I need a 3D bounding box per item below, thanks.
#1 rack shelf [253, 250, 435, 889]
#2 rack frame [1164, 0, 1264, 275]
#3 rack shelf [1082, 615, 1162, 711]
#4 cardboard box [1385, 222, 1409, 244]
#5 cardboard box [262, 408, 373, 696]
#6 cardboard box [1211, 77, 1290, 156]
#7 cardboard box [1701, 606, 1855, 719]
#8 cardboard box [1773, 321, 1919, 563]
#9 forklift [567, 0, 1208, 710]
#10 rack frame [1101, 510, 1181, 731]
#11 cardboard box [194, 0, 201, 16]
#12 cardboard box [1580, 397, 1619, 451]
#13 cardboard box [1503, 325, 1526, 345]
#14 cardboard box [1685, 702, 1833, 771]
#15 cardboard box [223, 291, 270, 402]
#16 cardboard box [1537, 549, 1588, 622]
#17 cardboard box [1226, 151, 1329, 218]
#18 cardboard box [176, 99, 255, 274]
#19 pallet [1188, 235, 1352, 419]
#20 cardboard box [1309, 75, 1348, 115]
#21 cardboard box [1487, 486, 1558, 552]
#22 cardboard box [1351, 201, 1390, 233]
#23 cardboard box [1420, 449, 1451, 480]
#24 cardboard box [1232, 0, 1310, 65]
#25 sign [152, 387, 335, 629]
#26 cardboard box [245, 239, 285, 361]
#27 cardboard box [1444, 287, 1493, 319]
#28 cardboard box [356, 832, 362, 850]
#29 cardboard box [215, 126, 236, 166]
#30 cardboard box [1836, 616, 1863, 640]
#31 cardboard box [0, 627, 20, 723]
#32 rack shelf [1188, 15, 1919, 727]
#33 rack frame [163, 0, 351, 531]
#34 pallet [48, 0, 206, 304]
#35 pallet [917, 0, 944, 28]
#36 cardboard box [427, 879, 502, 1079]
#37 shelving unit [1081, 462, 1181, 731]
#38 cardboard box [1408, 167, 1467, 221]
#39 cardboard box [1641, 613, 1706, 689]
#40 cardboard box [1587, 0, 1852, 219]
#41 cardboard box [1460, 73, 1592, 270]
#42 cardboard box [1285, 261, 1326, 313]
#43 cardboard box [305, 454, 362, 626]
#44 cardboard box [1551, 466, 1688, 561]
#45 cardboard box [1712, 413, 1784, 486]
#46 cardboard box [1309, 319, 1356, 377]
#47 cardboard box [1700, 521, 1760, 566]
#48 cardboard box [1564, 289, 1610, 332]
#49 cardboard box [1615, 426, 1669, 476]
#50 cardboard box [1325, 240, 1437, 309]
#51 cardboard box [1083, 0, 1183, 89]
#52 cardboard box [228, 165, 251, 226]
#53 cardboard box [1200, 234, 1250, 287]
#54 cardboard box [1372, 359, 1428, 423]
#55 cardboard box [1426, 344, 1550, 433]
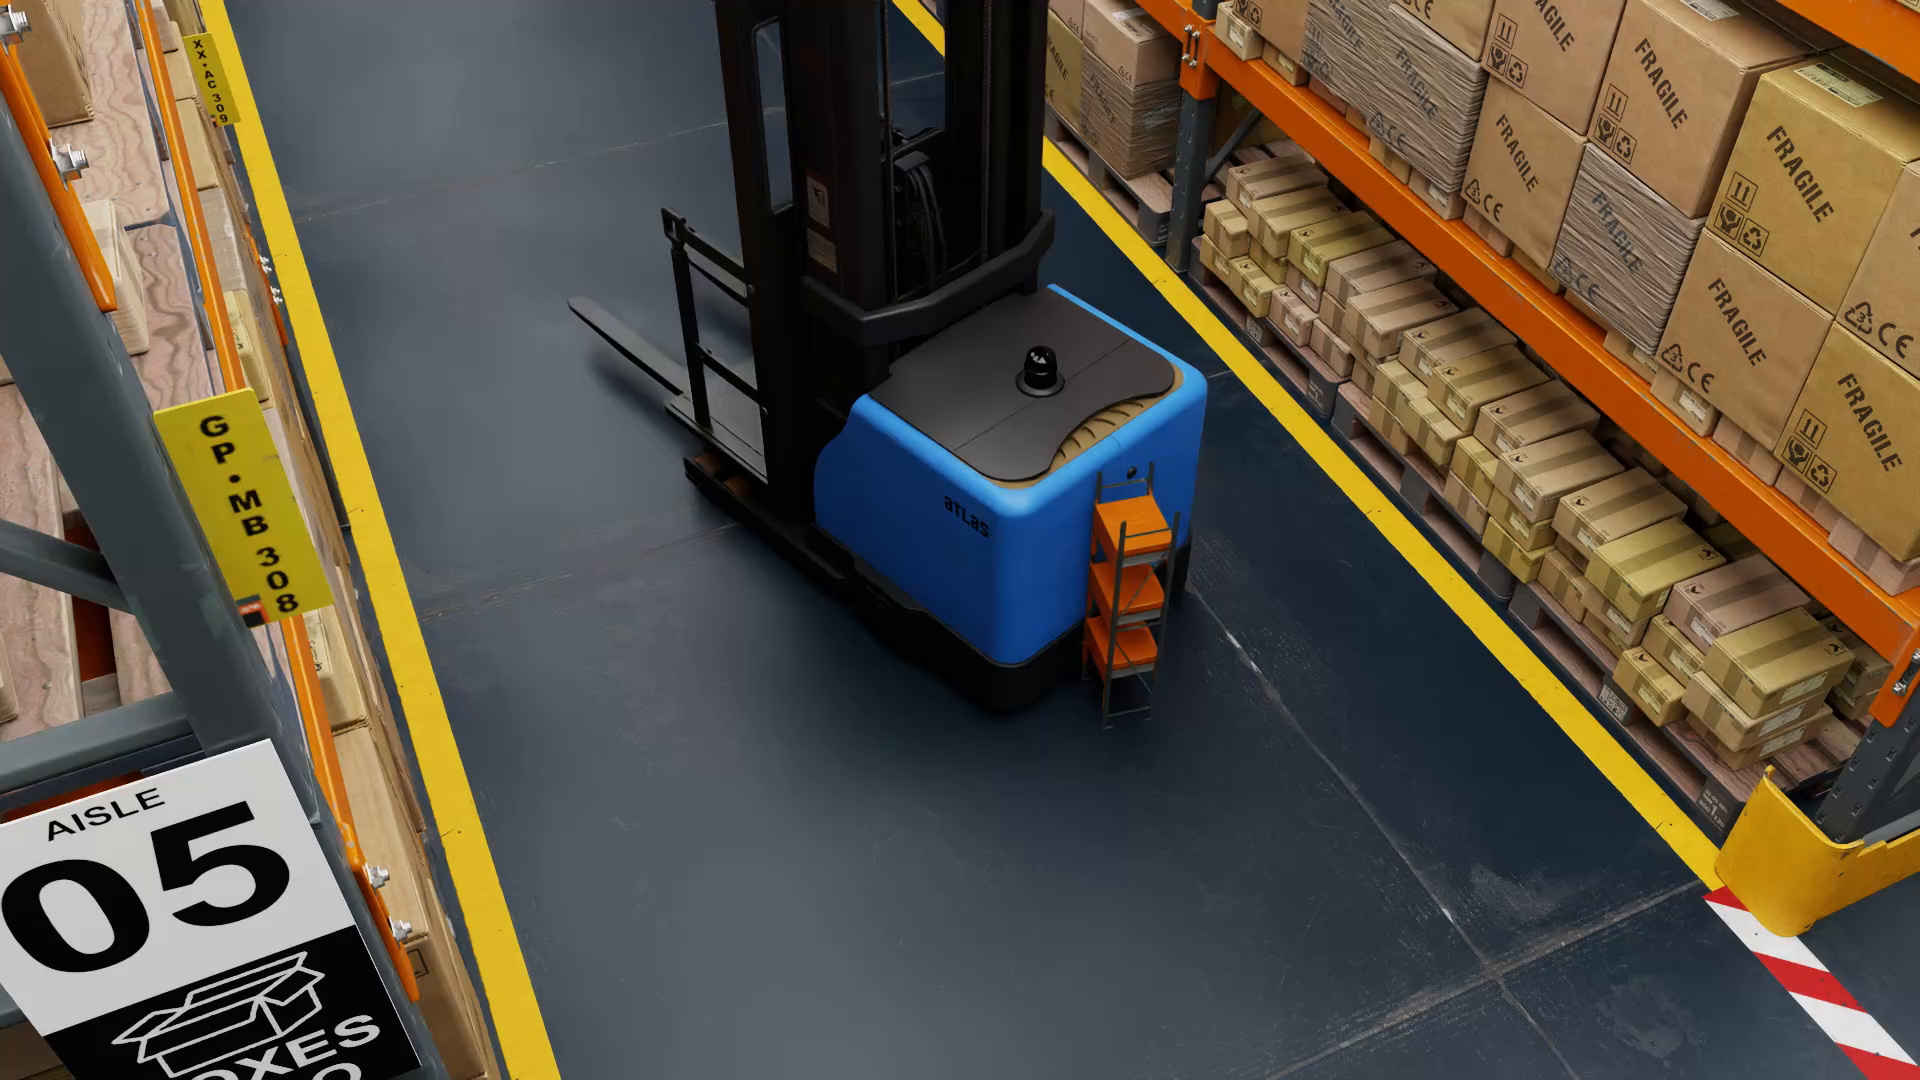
[{"bbox_3d":[-2.128,0.521,4.599,1.077,0.370,4.000,-18,47,-17],"label":"rack shelf"},{"bbox_3d":[1.480,-2.536,7.185,1.000,3.000,0.127,-18,47,-17],"label":"rack frame"},{"bbox_3d":[0.580,0.422,5.986,0.215,0.259,0.240,-11,46,-11],"label":"rack shelf"},{"bbox_3d":[2.120,-1.425,7.366,0.380,0.149,0.250,-18,48,-18],"label":"cardboard box"},{"bbox_3d":[-1.677,0.105,3.725,0.500,0.500,0.500,-18,48,-18],"label":"cardboard box"},{"bbox_3d":[1.410,-2.345,8.472,0.500,0.500,0.500,-16,47,-16],"label":"cardboard box"},{"bbox_3d":[2.709,0.404,5.512,0.380,0.149,0.250,-18,47,-17],"label":"cardboard box"},{"bbox_3d":[2.739,-0.339,4.675,0.500,0.500,0.500,-17,47,-17],"label":"cardboard box"},{"bbox_3d":[-0.496,-1.366,6.048,1.130,2.935,3.031,-34,54,-29],"label":"forklift"},{"bbox_3d":[0.612,0.299,5.699,0.200,1.050,0.008,-11,46,-11],"label":"rack frame"},{"bbox_3d":[-4.879,-3.136,9.364,0.950,0.372,0.625,-21,48,-20],"label":"cardboard box"},{"bbox_3d":[2.568,-0.455,6.595,0.380,0.149,0.250,-16,47,-15],"label":"cardboard box"},{"bbox_3d":[2.481,-0.923,6.857,0.380,0.149,0.250,-20,48,-19],"label":"cardboard box"},{"bbox_3d":[2.751,0.604,5.733,0.380,0.149,0.250,-17,47,-17],"label":"cardboard box"},{"bbox_3d":[-1.799,-0.392,3.767,0.380,0.149,0.250,-19,48,-18],"label":"cardboard box"},{"bbox_3d":[2.403,0.123,6.220,0.380,0.149,0.250,-18,47,-17],"label":"cardboard box"},{"bbox_3d":[1.437,-1.602,7.545,0.380,0.149,0.250,-16,47,-16],"label":"cardboard box"},{"bbox_3d":[-2.314,-0.856,4.699,0.500,0.500,0.500,-19,48,-18],"label":"cardboard box"},{"bbox_3d":[1.794,-1.126,7.741,1.003,0.211,1.213,-18,47,-17],"label":"pallet"},{"bbox_3d":[1.638,-1.872,6.691,0.380,0.149,0.250,-20,48,-19],"label":"cardboard box"},{"bbox_3d":[2.231,-0.136,6.272,0.380,0.149,0.250,-17,47,-17],"label":"cardboard box"},{"bbox_3d":[2.026,-1.501,7.655,0.380,0.149,0.250,-20,48,-19],"label":"cardboard box"},{"bbox_3d":[2.104,-0.384,6.735,0.380,0.149,0.250,-17,47,-16],"label":"cardboard box"},{"bbox_3d":[1.459,-2.288,6.650,0.500,0.500,0.500,-19,48,-18],"label":"cardboard box"},{"bbox_3d":[-0.781,-0.028,1.828,0.100,0.325,0.005,-18,47,-17],"label":"sign"},{"bbox_3d":[-2.542,-0.825,5.380,0.500,0.500,0.500,-18,47,-17],"label":"cardboard box"},{"bbox_3d":[2.296,-0.990,7.137,0.380,0.149,0.250,-17,47,-16],"label":"cardboard box"},{"bbox_3d":[-1.185,0.609,2.752,0.380,0.149,0.250,-17,47,-17],"label":"cardboard box"},{"bbox_3d":[-2.898,-1.498,5.883,0.500,0.250,0.500,-19,48,-19],"label":"cardboard box"},{"bbox_3d":[3.250,0.232,5.686,0.380,0.149,0.250,-20,48,-19],"label":"cardboard box"},{"bbox_3d":[-1.558,0.080,2.135,0.500,0.250,0.500,-22,49,-21],"label":"cardboard box"},{"bbox_3d":[2.321,-1.005,6.146,1.077,0.370,4.000,-18,47,-17],"label":"rack shelf"},{"bbox_3d":[-2.969,-1.010,5.638,1.000,3.000,0.127,-18,47,-17],"label":"rack frame"},{"bbox_3d":[-2.125,-0.745,3.297,1.003,0.211,1.213,-18,47,-17],"label":"pallet"},{"bbox_3d":[0.125,-3.594,10.242,1.003,0.211,1.213,-18,47,-17],"label":"pallet"},{"bbox_3d":[-1.228,1.113,3.415,0.500,0.500,0.500,-18,48,-18],"label":"cardboard box"},{"bbox_3d":[0.580,0.216,5.783,0.215,1.050,0.252,-11,46,-11],"label":"shelving unit"},{"bbox_3d":[1.900,-1.345,6.156,0.380,0.149,0.250,-16,47,-16],"label":"cardboard box"},{"bbox_3d":[2.620,0.338,5.791,0.380,0.149,0.250,-19,48,-18],"label":"cardboard box"},{"bbox_3d":[2.304,-1.354,4.992,0.500,0.500,0.500,-16,47,-15],"label":"cardboard box"},{"bbox_3d":[2.105,-1.310,5.659,0.500,0.500,0.500,-16,47,-15],"label":"cardboard box"},{"bbox_3d":[1.665,-1.172,7.321,0.380,0.149,0.250,-18,47,-18],"label":"cardboard box"},{"bbox_3d":[-1.890,0.155,4.386,0.500,0.500,0.500,-17,47,-16],"label":"cardboard box"},{"bbox_3d":[2.380,-0.084,6.007,0.380,0.149,0.250,-20,48,-19],"label":"cardboard box"},{"bbox_3d":[2.579,-0.347,5.145,0.380,0.149,0.250,-18,48,-18],"label":"cardboard box"},{"bbox_3d":[1.757,-0.884,7.241,0.380,0.149,0.250,-19,48,-18],"label":"cardboard box"},{"bbox_3d":[2.927,0.042,6.091,0.380,0.149,0.250,-17,47,-17],"label":"cardboard box"},{"bbox_3d":[2.306,-0.869,5.674,0.380,0.149,0.250,-20,48,-19],"label":"cardboard box"},{"bbox_3d":[2.747,-0.419,6.347,0.380,0.149,0.250,-16,47,-16],"label":"cardboard box"},{"bbox_3d":[1.780,-1.103,7.039,0.380,0.149,0.250,-19,48,-18],"label":"cardboard box"},{"bbox_3d":[0.937,-2.463,8.057,0.500,0.250,0.500,-19,48,-18],"label":"cardboard box"},{"bbox_3d":[-2.914,-1.315,6.054,0.500,0.250,0.500,-19,48,-18],"label":"cardboard box"},{"bbox_3d":[1.341,-1.344,7.707,0.380,0.149,0.250,-20,48,-19],"label":"cardboard box"},{"bbox_3d":[1.919,-0.637,6.779,0.380,0.149,0.250,-18,48,-18],"label":"cardboard box"},{"bbox_3d":[2.071,-0.598,6.528,0.380,0.149,0.250,-18,47,-17],"label":"cardboard box"}]
